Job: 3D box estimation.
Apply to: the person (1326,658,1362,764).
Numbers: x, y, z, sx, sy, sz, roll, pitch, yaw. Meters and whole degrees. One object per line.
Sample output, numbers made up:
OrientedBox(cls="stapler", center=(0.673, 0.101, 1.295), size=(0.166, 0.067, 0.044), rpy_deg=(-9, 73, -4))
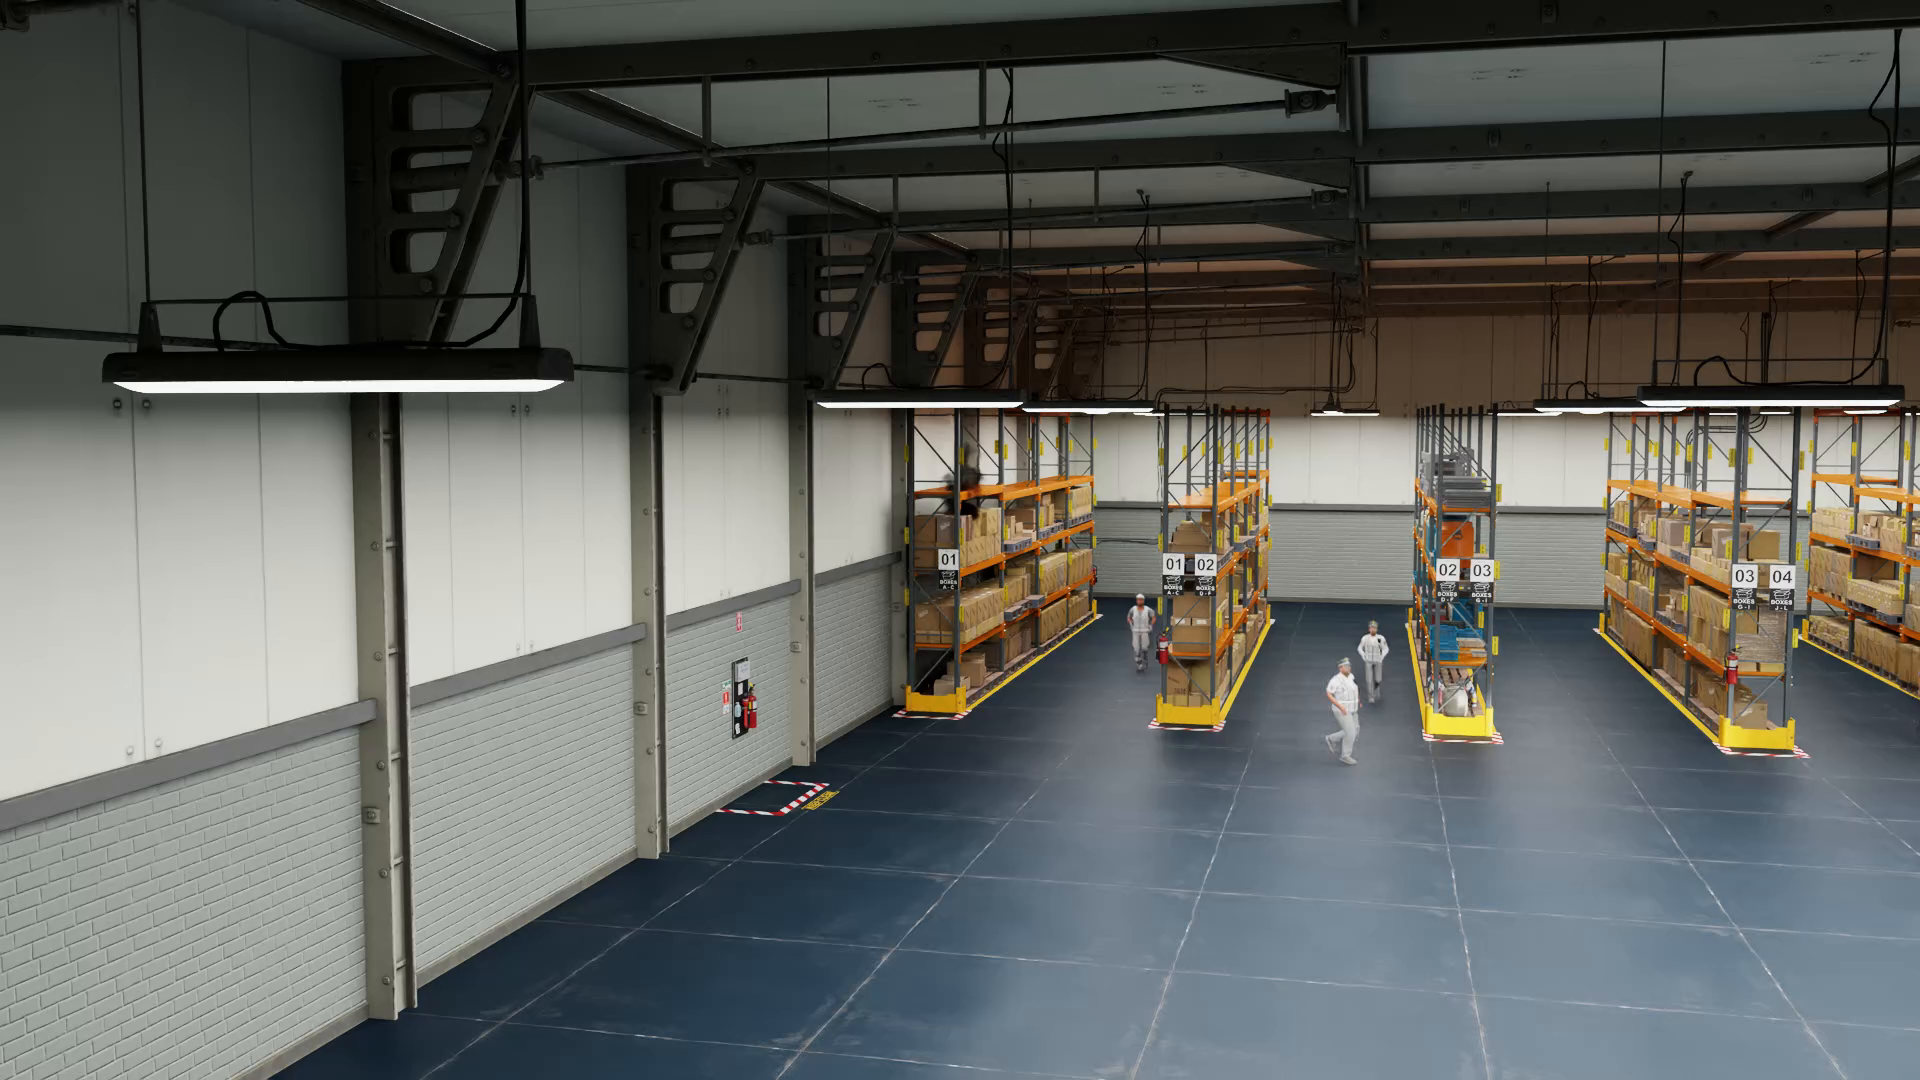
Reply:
OrientedBox(cls="person", center=(6.398, 2.837, 27.825), size=(0.658, 1.760, 0.658), rpy_deg=(-4, 6, -42))

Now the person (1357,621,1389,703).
OrientedBox(cls="person", center=(8.336, 2.453, 33.577), size=(0.612, 1.648, 0.571), rpy_deg=(1, 4, 14))

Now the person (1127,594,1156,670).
OrientedBox(cls="person", center=(4.083, 2.100, 37.602), size=(0.643, 1.741, 0.575), rpy_deg=(1, 4, 12))
